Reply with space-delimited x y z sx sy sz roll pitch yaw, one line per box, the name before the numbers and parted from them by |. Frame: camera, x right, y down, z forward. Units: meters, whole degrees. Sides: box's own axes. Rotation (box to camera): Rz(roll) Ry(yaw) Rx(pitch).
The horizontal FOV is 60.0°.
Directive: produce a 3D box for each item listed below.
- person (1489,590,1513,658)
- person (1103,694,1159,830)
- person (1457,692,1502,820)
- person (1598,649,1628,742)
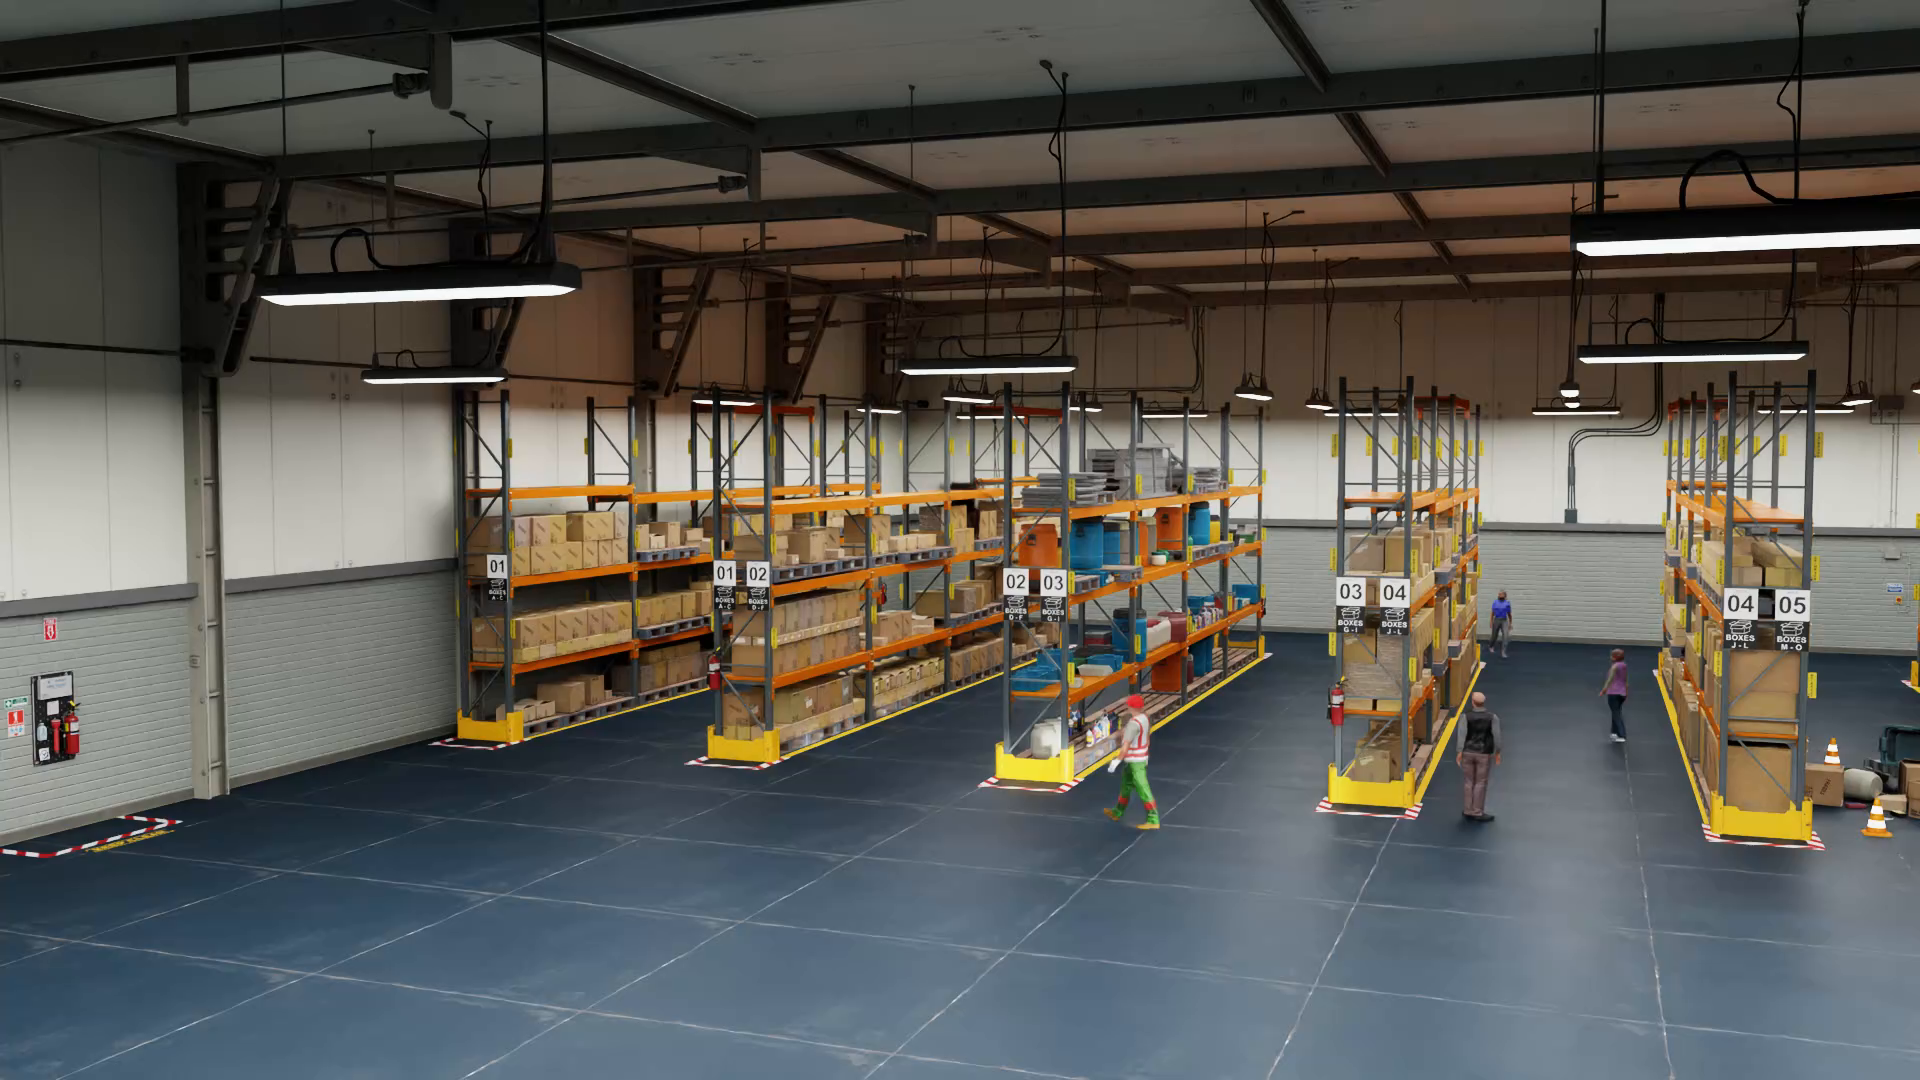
person | 12.969 1.987 39.880 0.545 1.606 0.846 0 3 4
person | 2.252 2.900 21.988 0.838 1.751 0.664 1 3 16
person | 7.002 2.902 22.403 0.545 1.723 0.397 2 4 35
person | 11.169 2.649 28.393 0.490 1.594 0.725 -1 3 -13
